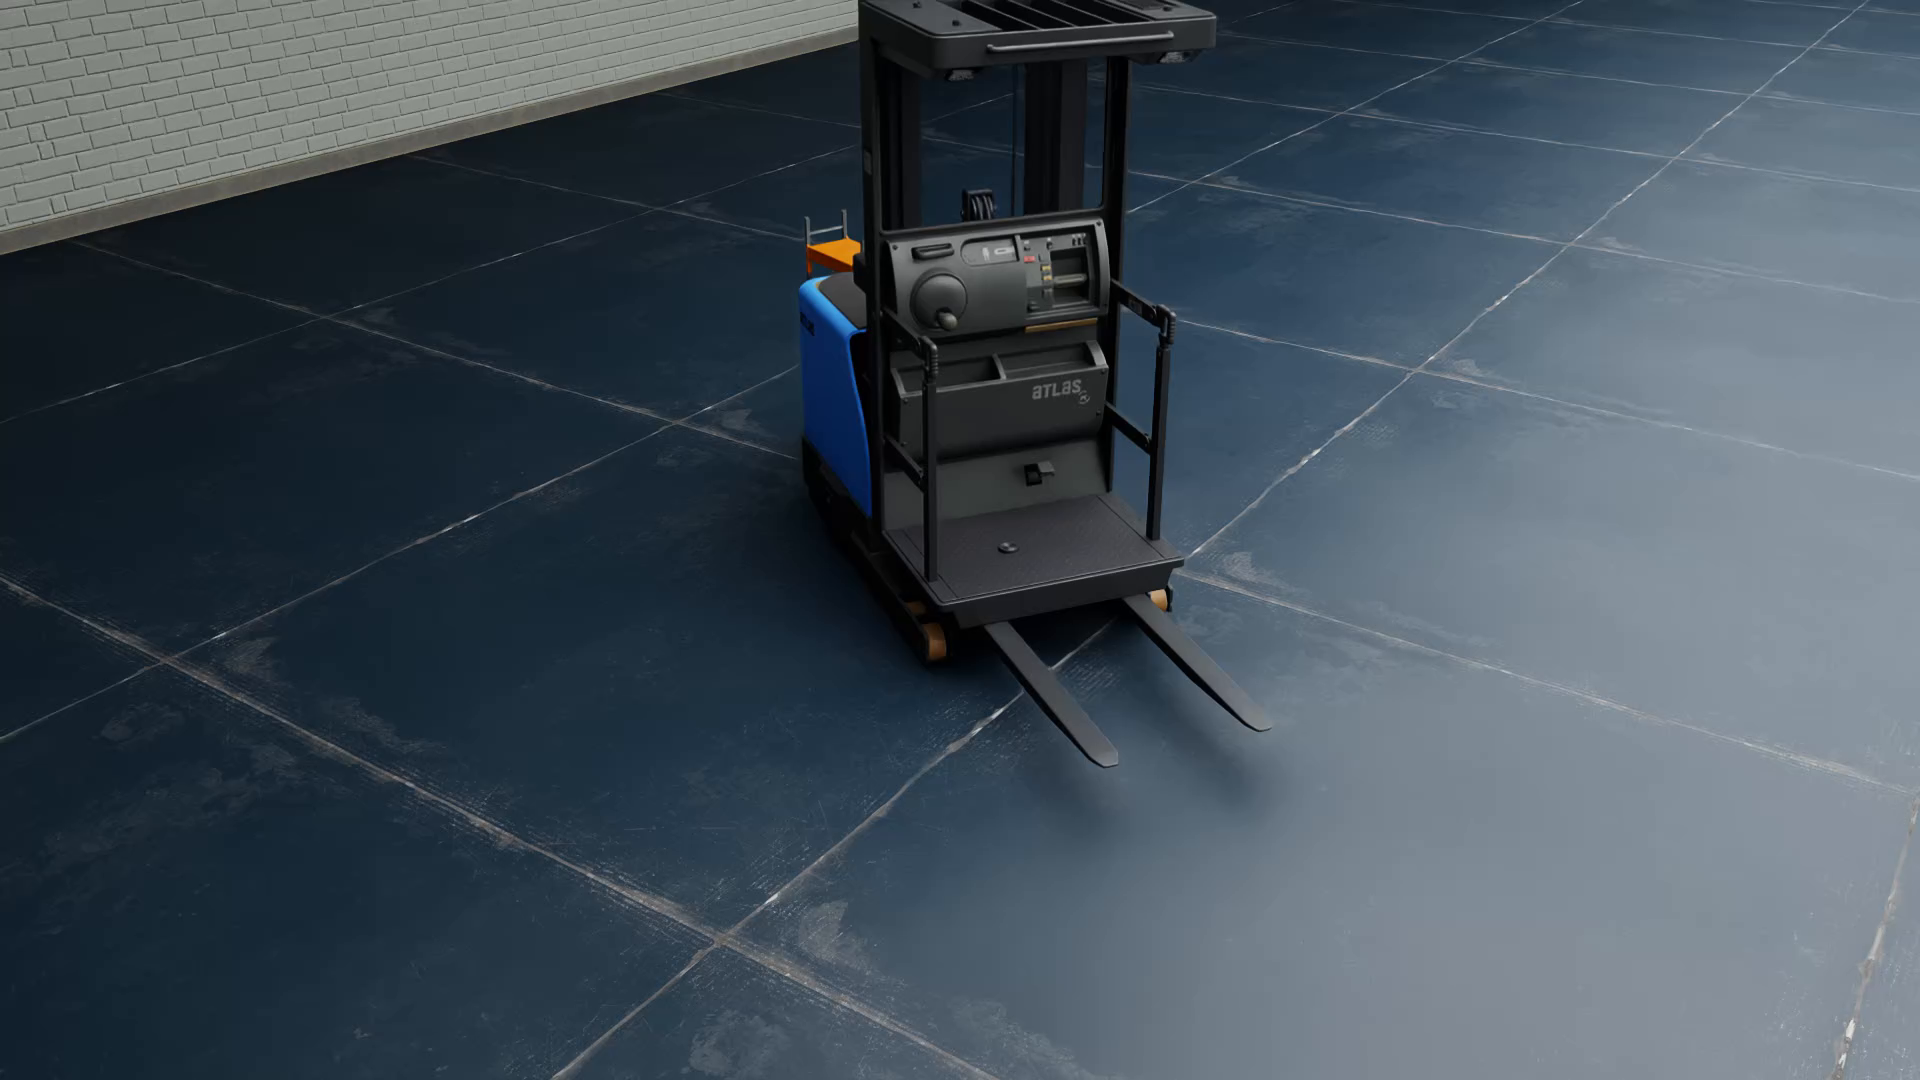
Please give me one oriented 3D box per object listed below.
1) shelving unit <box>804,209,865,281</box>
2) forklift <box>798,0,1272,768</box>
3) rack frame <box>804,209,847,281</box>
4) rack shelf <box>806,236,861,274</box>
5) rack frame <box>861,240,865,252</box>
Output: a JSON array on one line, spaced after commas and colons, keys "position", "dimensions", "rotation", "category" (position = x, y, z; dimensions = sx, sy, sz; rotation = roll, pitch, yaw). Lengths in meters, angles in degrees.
[{"position": [-0.519, -0.997, 8.348], "dimensions": [0.258, 1.200, 0.503], "rotation": [-19, 33, -33], "category": "shelving unit"}, {"position": [0.246, -1.024, 6.493], "dimensions": [1.130, 2.935, 3.031], "rotation": [-10, 29, -19], "category": "forklift"}, {"position": [-0.668, -1.084, 8.521], "dimensions": [0.240, 1.200, 0.015], "rotation": [-19, 33, -33], "category": "rack frame"}, {"position": [-0.519, -1.347, 8.170], "dimensions": [0.258, 0.148, 0.480], "rotation": [-19, 33, -33], "category": "rack shelf"}, {"position": [-0.370, -0.909, 8.176], "dimensions": [0.240, 1.200, 0.015], "rotation": [-19, 33, -33], "category": "rack frame"}]
